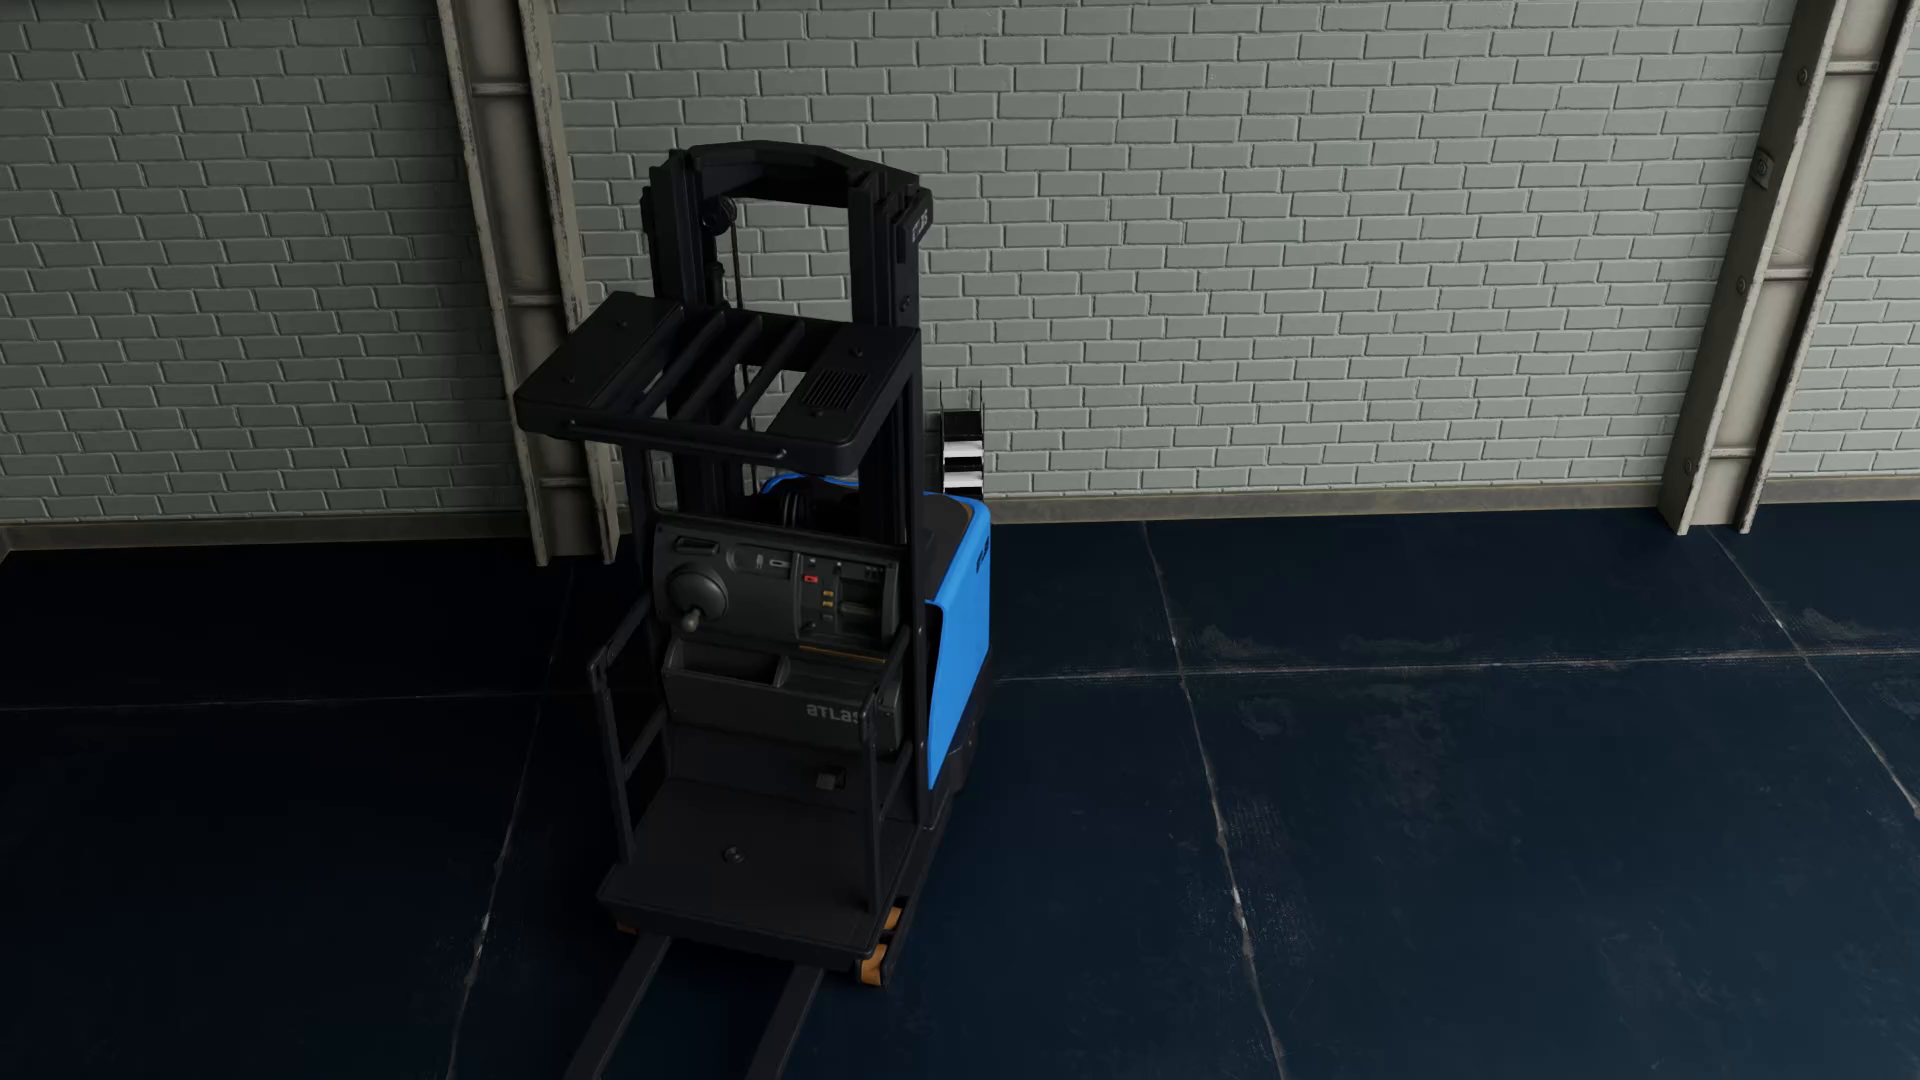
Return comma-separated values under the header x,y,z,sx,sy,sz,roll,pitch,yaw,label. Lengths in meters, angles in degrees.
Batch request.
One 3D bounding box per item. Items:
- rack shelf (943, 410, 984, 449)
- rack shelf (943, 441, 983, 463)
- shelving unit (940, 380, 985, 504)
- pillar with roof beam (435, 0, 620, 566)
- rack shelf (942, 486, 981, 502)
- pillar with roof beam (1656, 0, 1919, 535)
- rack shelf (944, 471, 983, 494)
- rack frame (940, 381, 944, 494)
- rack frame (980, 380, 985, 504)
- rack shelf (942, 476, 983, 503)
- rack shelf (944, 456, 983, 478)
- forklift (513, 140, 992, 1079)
x,y,z,sx,sy,sz,roll,pitch,yaw,label
0.010,-0.560,8.389,0.200,0.077,0.258,-2,35,-3,rack shelf
0.010,-0.486,8.440,0.200,0.077,0.258,-2,35,-3,rack shelf
0.010,-0.365,8.524,0.210,0.900,0.258,-2,35,-3,shelving unit
-1.796,-1.211,2.629,0.400,9.000,9.100,-2,35,-2,pillar with roof beam
0.010,-0.190,8.645,0.200,0.077,0.258,-2,35,-3,rack shelf
4.197,-1.373,2.862,0.400,9.000,9.100,-2,35,-2,pillar with roof beam
0.010,-0.338,8.543,0.200,0.077,0.258,-2,35,-3,rack shelf
-0.091,-0.362,8.519,0.006,0.900,0.240,-2,35,-3,rack frame
0.112,-0.369,8.528,0.006,0.900,0.240,-2,35,-3,rack frame
0.010,-0.264,8.594,0.200,0.077,0.258,-2,35,-3,rack shelf
0.010,-0.412,8.491,0.200,0.077,0.258,-2,35,-3,rack shelf
-0.727,0.244,5.859,1.130,2.935,3.031,9,36,12,forklift
